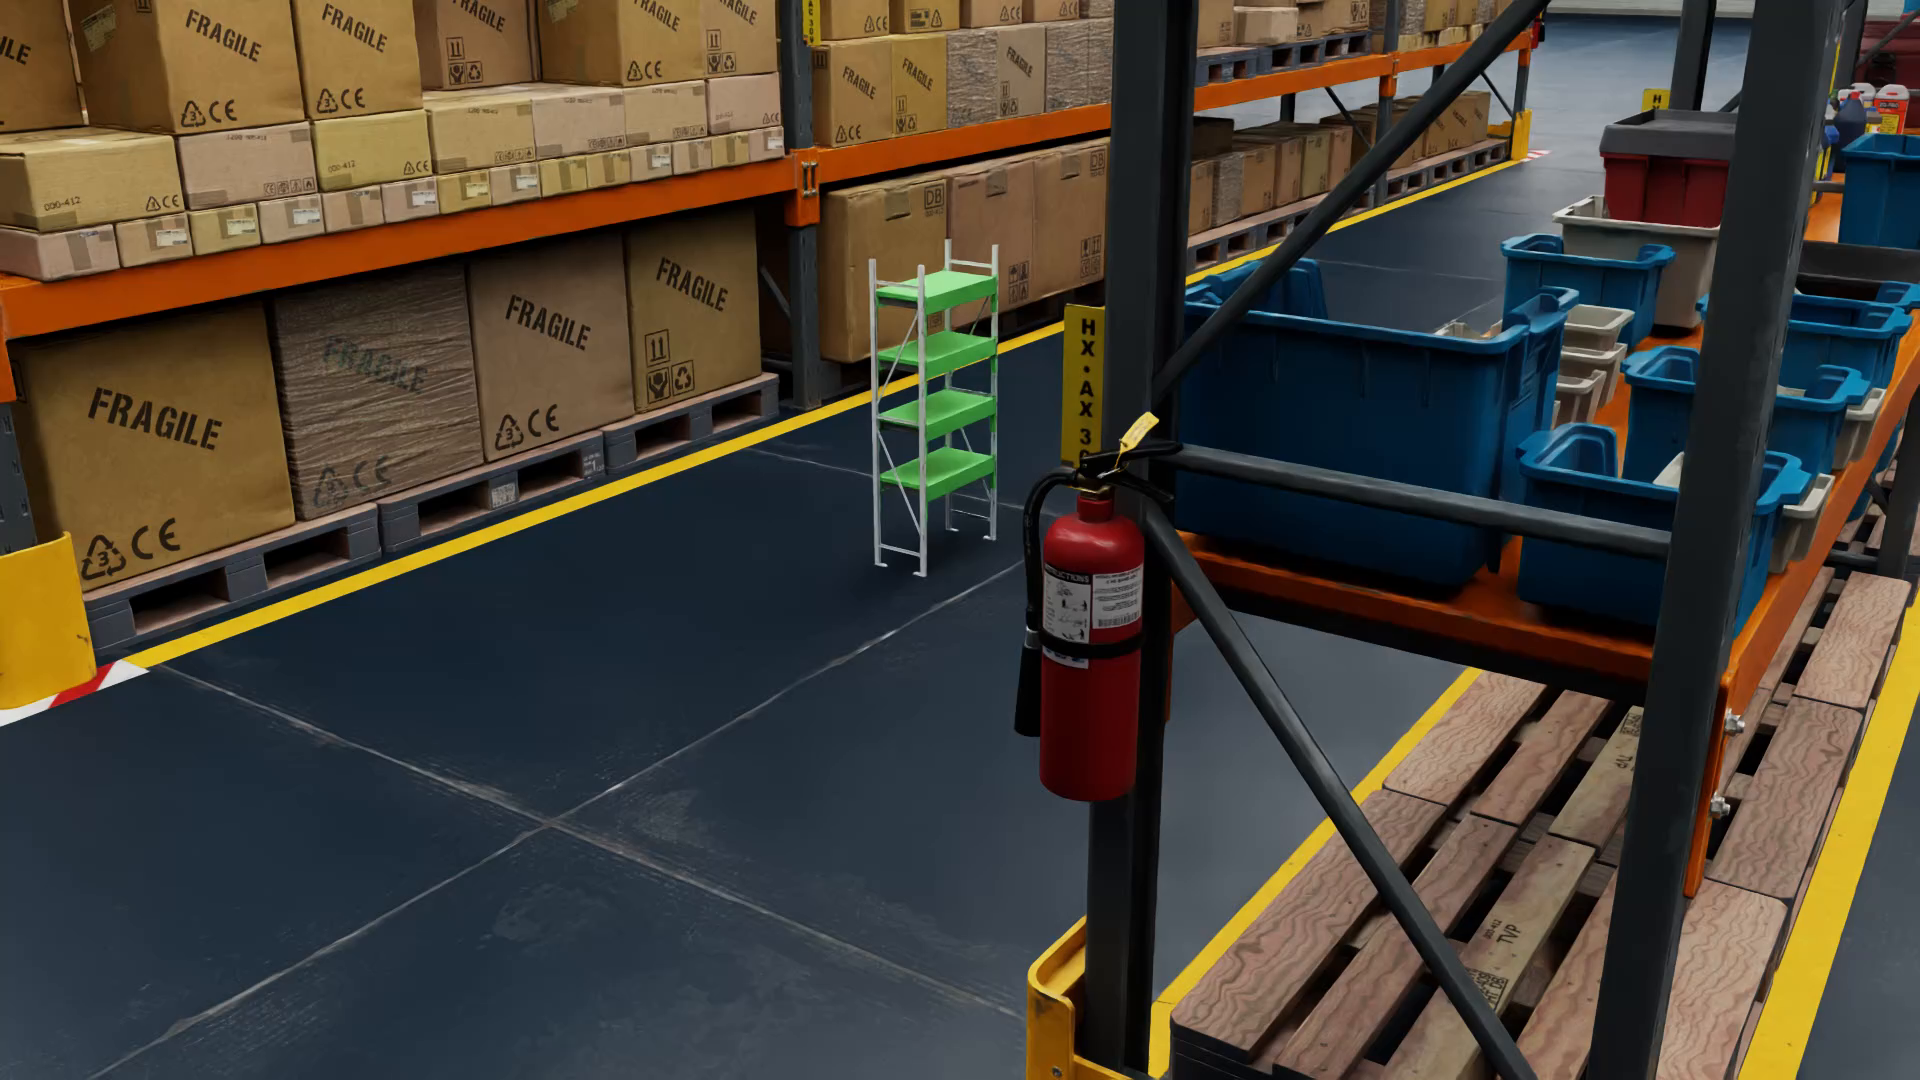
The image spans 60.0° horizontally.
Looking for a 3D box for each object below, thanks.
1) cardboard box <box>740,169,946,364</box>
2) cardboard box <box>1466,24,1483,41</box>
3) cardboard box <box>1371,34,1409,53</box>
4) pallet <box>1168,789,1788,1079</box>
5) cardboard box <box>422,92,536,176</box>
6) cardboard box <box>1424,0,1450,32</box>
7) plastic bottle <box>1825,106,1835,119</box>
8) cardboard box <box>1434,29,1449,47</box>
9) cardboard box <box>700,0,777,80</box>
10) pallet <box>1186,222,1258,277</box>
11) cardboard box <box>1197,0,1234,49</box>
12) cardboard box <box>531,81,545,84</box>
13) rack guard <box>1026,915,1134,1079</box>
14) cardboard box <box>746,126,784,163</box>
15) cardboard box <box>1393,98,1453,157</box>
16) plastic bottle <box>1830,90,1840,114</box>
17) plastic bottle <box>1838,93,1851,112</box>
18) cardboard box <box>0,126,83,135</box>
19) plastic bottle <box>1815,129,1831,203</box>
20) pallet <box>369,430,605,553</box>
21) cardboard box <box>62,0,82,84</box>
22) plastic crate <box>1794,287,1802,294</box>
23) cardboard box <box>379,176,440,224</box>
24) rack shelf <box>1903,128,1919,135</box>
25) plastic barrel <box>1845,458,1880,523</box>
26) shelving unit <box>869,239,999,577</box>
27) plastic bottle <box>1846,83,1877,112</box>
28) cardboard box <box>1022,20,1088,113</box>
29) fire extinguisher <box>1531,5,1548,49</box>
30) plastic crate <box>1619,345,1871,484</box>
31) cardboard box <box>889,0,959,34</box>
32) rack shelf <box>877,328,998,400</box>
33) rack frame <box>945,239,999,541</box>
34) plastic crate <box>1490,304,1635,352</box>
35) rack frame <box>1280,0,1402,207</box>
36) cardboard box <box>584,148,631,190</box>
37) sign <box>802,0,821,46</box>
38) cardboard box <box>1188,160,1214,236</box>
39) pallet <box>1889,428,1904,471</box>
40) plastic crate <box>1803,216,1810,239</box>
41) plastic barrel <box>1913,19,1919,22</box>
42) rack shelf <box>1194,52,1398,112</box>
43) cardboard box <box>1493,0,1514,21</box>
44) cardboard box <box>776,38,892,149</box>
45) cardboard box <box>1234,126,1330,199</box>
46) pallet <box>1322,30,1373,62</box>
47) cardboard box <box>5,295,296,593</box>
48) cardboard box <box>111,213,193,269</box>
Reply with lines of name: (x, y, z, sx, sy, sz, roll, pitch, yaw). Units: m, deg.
cardboard box: (-0.821, -1.561, 9.120, 1.225, 0.875, 0.875, 13, 24, 32)
cardboard box: (4.836, -4.926, 16.120, 0.380, 0.149, 0.250, 13, 24, 32)
cardboard box: (3.703, -4.354, 14.574, 0.380, 0.149, 0.250, 13, 24, 32)
pallet: (1.180, 1.019, 3.706, 1.003, 0.211, 1.213, 13, 24, 32)
cardboard box: (-2.058, -1.625, 6.621, 0.500, 0.250, 0.500, 13, 24, 31)
cardboard box: (3.948, -4.909, 15.139, 0.875, 0.500, 0.500, 13, 24, 32)
plastic bottle: (3.891, -1.838, 7.589, 0.152, 0.276, 0.135, 13, 24, 32)
cardboard box: (4.279, -4.638, 15.341, 0.380, 0.149, 0.250, 13, 24, 32)
cardboard box: (-1.201, -2.410, 7.664, 0.500, 0.500, 0.500, 14, 25, 33)
pallet: (1.525, -2.237, 12.509, 1.003, 0.211, 1.213, 13, 24, 32)
cardboard box: (1.586, -3.907, 12.255, 0.700, 0.500, 0.500, 18, 27, 40)
cardboard box: (-1.928, -2.017, 7.682, 0.500, 0.250, 0.500, 13, 24, 32)
rack guard: (0.681, 1.122, 3.011, 1.175, 0.500, 0.348, 13, 24, 32)
cardboard box: (-1.064, -1.904, 7.952, 0.380, 0.149, 0.250, 13, 24, 32)
cardboard box: (4.542, -4.111, 16.553, 0.500, 0.500, 0.500, 16, 26, 37)
plastic bottle: (4.297, -2.077, 8.225, 0.061, 0.283, 0.133, 13, 24, 32)
plastic bottle: (4.373, -2.061, 8.199, 0.097, 0.271, 0.097, 0, 20, 0)
cardboard box: (-3.359, -1.286, 5.705, 0.500, 0.250, 0.500, 13, 24, 31)
plastic bottle: (3.402, -1.537, 6.667, 0.144, 0.351, 0.185, 13, 24, 32)
pallet: (-2.341, -0.311, 7.302, 1.003, 0.211, 1.213, 13, 24, 32)
cardboard box: (-5.540, -3.014, 10.015, 0.500, 0.500, 0.500, 13, 24, 30)
plastic crate: (2.202, -0.554, 4.232, 0.293, 0.136, 0.466, 13, 24, 32)
cardboard box: (-2.219, -1.315, 6.358, 0.380, 0.149, 0.250, 13, 24, 31)
rack shelf: (6.305, -2.592, 10.485, 1.077, 0.370, 4.000, 13, 24, 32)
plastic barrel: (3.252, -0.573, 6.410, 0.600, 0.901, 0.708, 13, 24, 32)
shelving unit: (-0.093, -0.515, 6.428, 0.258, 1.200, 0.503, 13, 24, 32)
plastic bottle: (4.670, -2.236, 8.665, 0.152, 0.276, 0.135, 13, 24, 32)
cardboard box: (0.438, -2.887, 10.101, 0.500, 0.500, 0.500, 12, 24, 30)
fire extinguisher: (6.027, -5.523, 17.485, 0.296, 0.674, 0.183, 13, 24, 32)
plastic crate: (1.465, -0.205, 3.150, 0.416, 0.233, 0.300, 13, 24, 32)
cardboard box: (-0.416, -3.070, 9.152, 0.797, 0.503, 0.637, 14, 24, 32)
rack shelf: (-0.093, -0.680, 6.367, 0.258, 0.148, 0.480, 13, 24, 32)
rack frame: (0.044, -0.585, 6.618, 0.240, 1.200, 0.015, 13, 24, 32)
plastic crate: (1.455, -0.487, 4.052, 0.298, 0.136, 0.250, 13, 24, 32)
rack frame: (3.333, -4.469, 14.523, 1.000, 3.000, 0.127, 13, 24, 32)
cardboard box: (-1.642, -1.609, 7.153, 0.380, 0.149, 0.250, 14, 24, 33)
sign: (-0.704, -2.509, 7.862, 0.100, 0.325, 0.005, 13, 24, 32)
cardboard box: (1.445, -2.551, 12.307, 0.700, 0.500, 0.500, 12, 23, 29)
pallet: (4.086, -0.464, 7.716, 1.003, 0.211, 1.213, 13, 24, 32)
plastic crate: (2.553, -1.006, 5.456, 0.396, 0.136, 0.243, 13, 24, 32)
plastic barrel: (5.820, -2.865, 10.026, 0.421, 0.512, 0.421, 0, 20, 0)
rack shelf: (2.209, -3.558, 13.096, 1.077, 0.370, 4.000, 13, 24, 32)
cardboard box: (5.068, -5.484, 16.693, 0.875, 0.500, 0.500, 13, 24, 32)
cardboard box: (-0.698, -2.304, 8.525, 0.500, 0.500, 0.500, 13, 24, 32)
cardboard box: (2.687, -3.198, 14.055, 0.700, 0.500, 0.500, 13, 24, 31)
pallet: (2.783, -4.188, 14.040, 1.003, 0.211, 1.213, 13, 24, 32)
cardboard box: (-3.119, -0.425, 6.049, 0.875, 0.875, 0.875, 13, 24, 32)
cardboard box: (-2.797, -1.019, 5.559, 0.380, 0.149, 0.250, 13, 24, 31)
